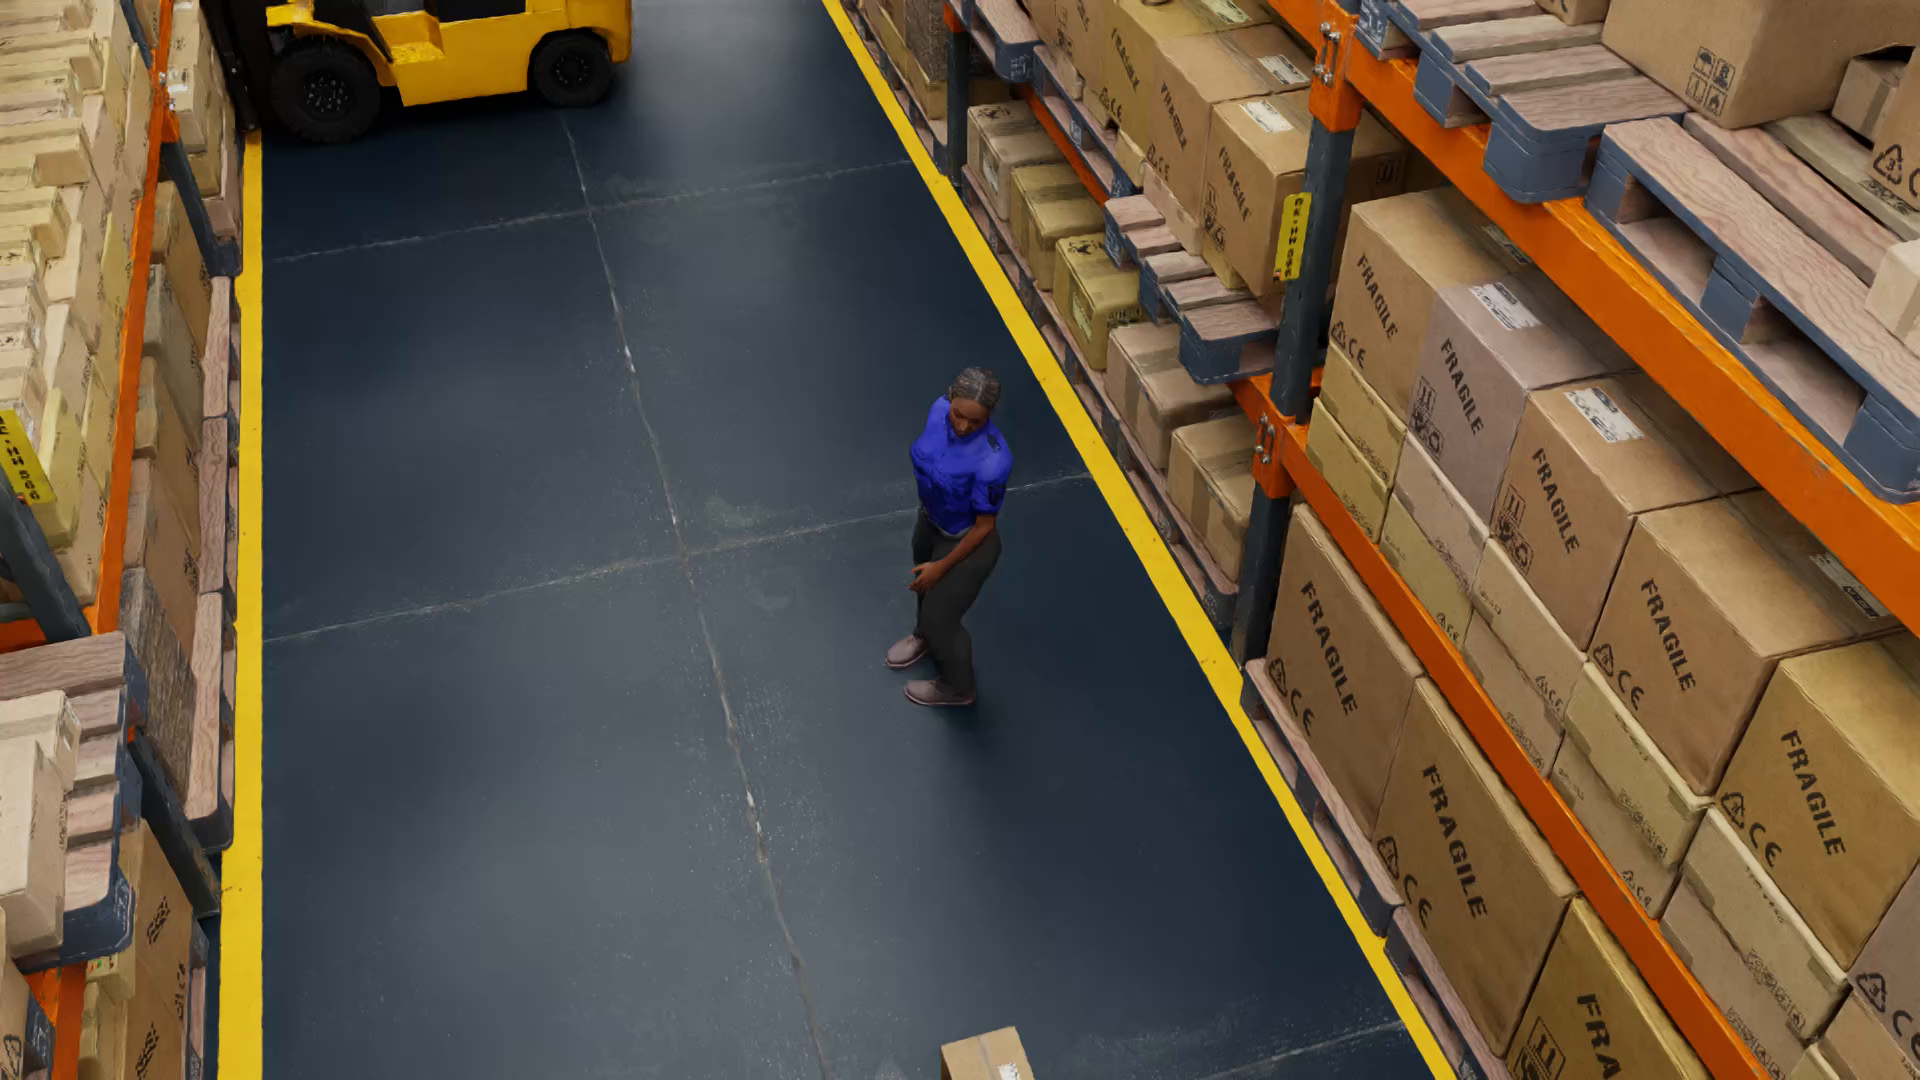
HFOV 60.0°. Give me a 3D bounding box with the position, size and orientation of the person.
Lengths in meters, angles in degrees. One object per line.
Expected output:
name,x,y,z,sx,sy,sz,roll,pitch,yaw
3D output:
person,-0.079,-0.011,6.194,0.398,1.648,0.557,-20,46,-21
